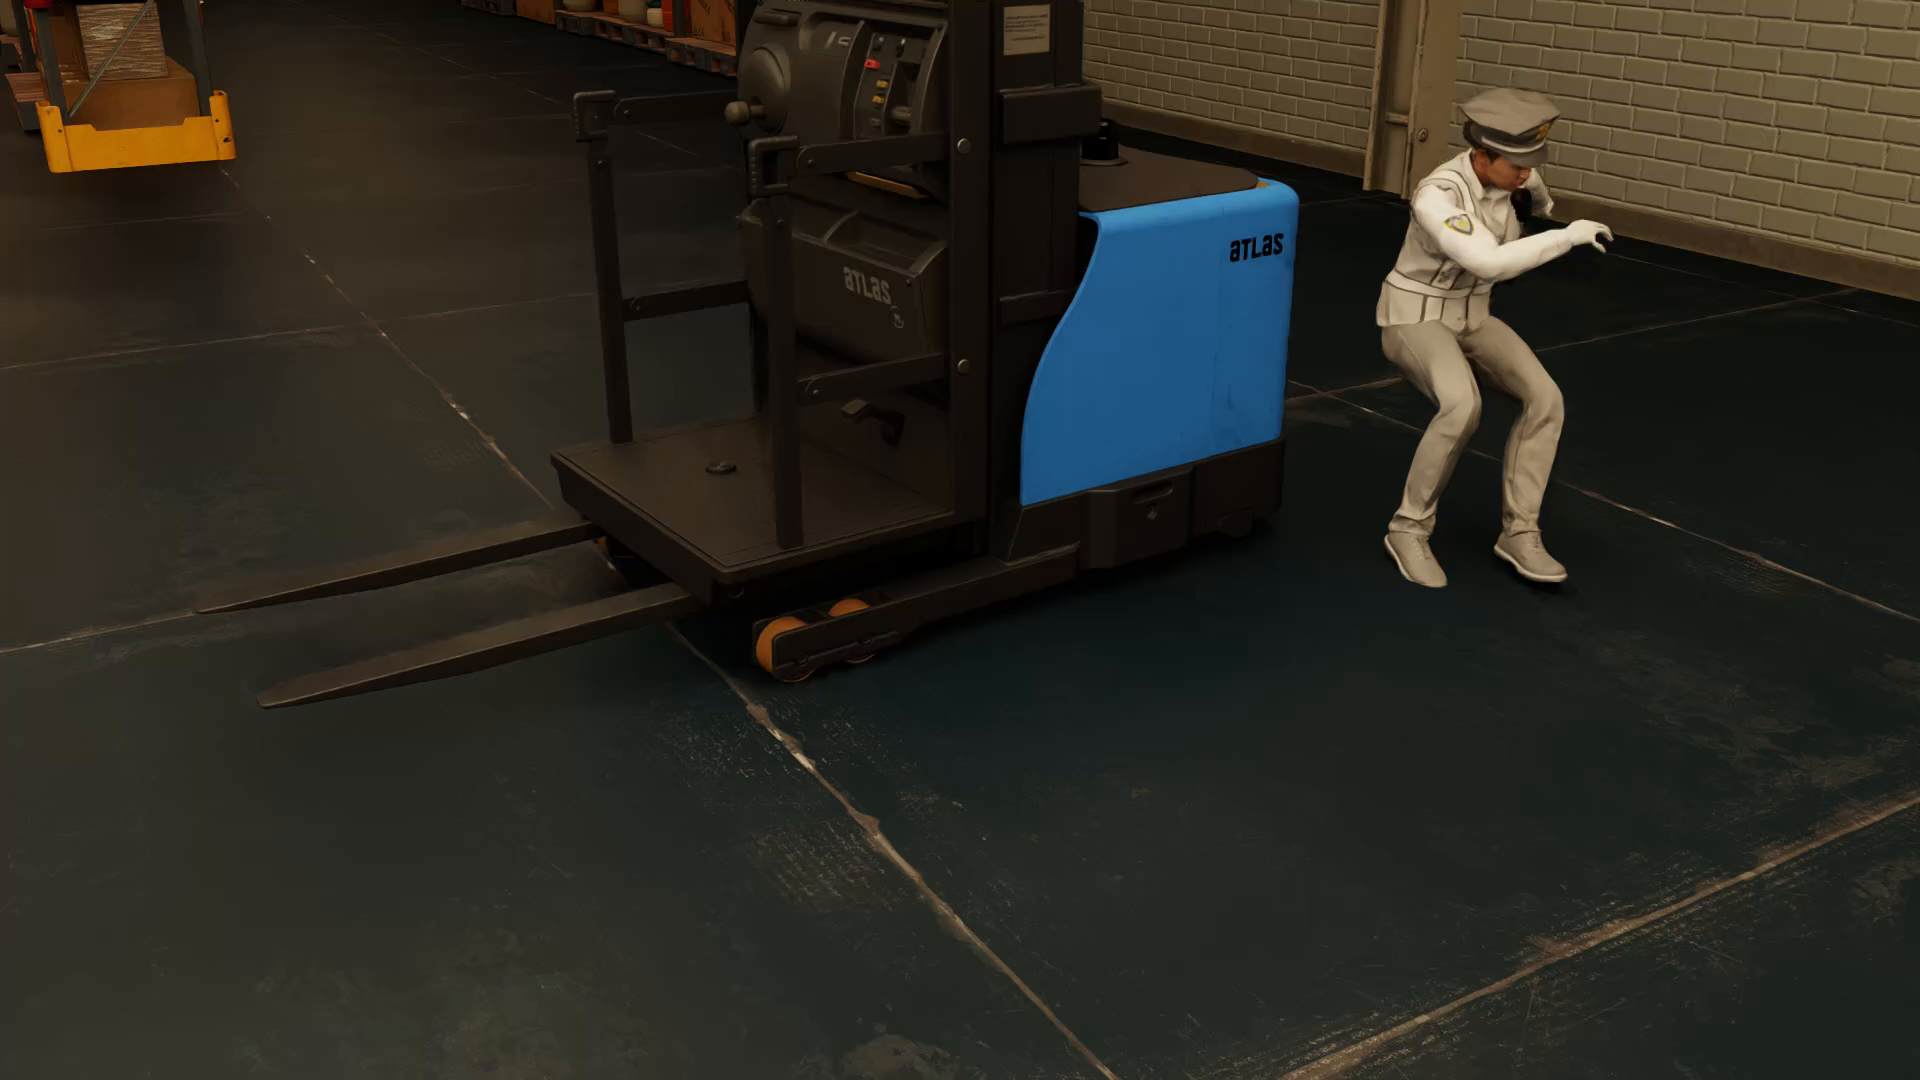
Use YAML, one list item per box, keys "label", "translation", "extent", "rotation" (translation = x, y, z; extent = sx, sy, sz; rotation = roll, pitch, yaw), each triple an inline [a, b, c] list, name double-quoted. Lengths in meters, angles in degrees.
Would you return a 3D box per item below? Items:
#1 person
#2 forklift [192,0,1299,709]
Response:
- label: "person"
  translation: [1.697, -0.646, 4.983]
  extent: [1.094, 1.382, 0.908]
  rotation: [-13, 26, -29]
- label: "forklift"
  translation: [-0.494, -1.219, 4.243]
  extent: [3.031, 2.935, 1.130]
  rotation: [-15, 27, -32]
